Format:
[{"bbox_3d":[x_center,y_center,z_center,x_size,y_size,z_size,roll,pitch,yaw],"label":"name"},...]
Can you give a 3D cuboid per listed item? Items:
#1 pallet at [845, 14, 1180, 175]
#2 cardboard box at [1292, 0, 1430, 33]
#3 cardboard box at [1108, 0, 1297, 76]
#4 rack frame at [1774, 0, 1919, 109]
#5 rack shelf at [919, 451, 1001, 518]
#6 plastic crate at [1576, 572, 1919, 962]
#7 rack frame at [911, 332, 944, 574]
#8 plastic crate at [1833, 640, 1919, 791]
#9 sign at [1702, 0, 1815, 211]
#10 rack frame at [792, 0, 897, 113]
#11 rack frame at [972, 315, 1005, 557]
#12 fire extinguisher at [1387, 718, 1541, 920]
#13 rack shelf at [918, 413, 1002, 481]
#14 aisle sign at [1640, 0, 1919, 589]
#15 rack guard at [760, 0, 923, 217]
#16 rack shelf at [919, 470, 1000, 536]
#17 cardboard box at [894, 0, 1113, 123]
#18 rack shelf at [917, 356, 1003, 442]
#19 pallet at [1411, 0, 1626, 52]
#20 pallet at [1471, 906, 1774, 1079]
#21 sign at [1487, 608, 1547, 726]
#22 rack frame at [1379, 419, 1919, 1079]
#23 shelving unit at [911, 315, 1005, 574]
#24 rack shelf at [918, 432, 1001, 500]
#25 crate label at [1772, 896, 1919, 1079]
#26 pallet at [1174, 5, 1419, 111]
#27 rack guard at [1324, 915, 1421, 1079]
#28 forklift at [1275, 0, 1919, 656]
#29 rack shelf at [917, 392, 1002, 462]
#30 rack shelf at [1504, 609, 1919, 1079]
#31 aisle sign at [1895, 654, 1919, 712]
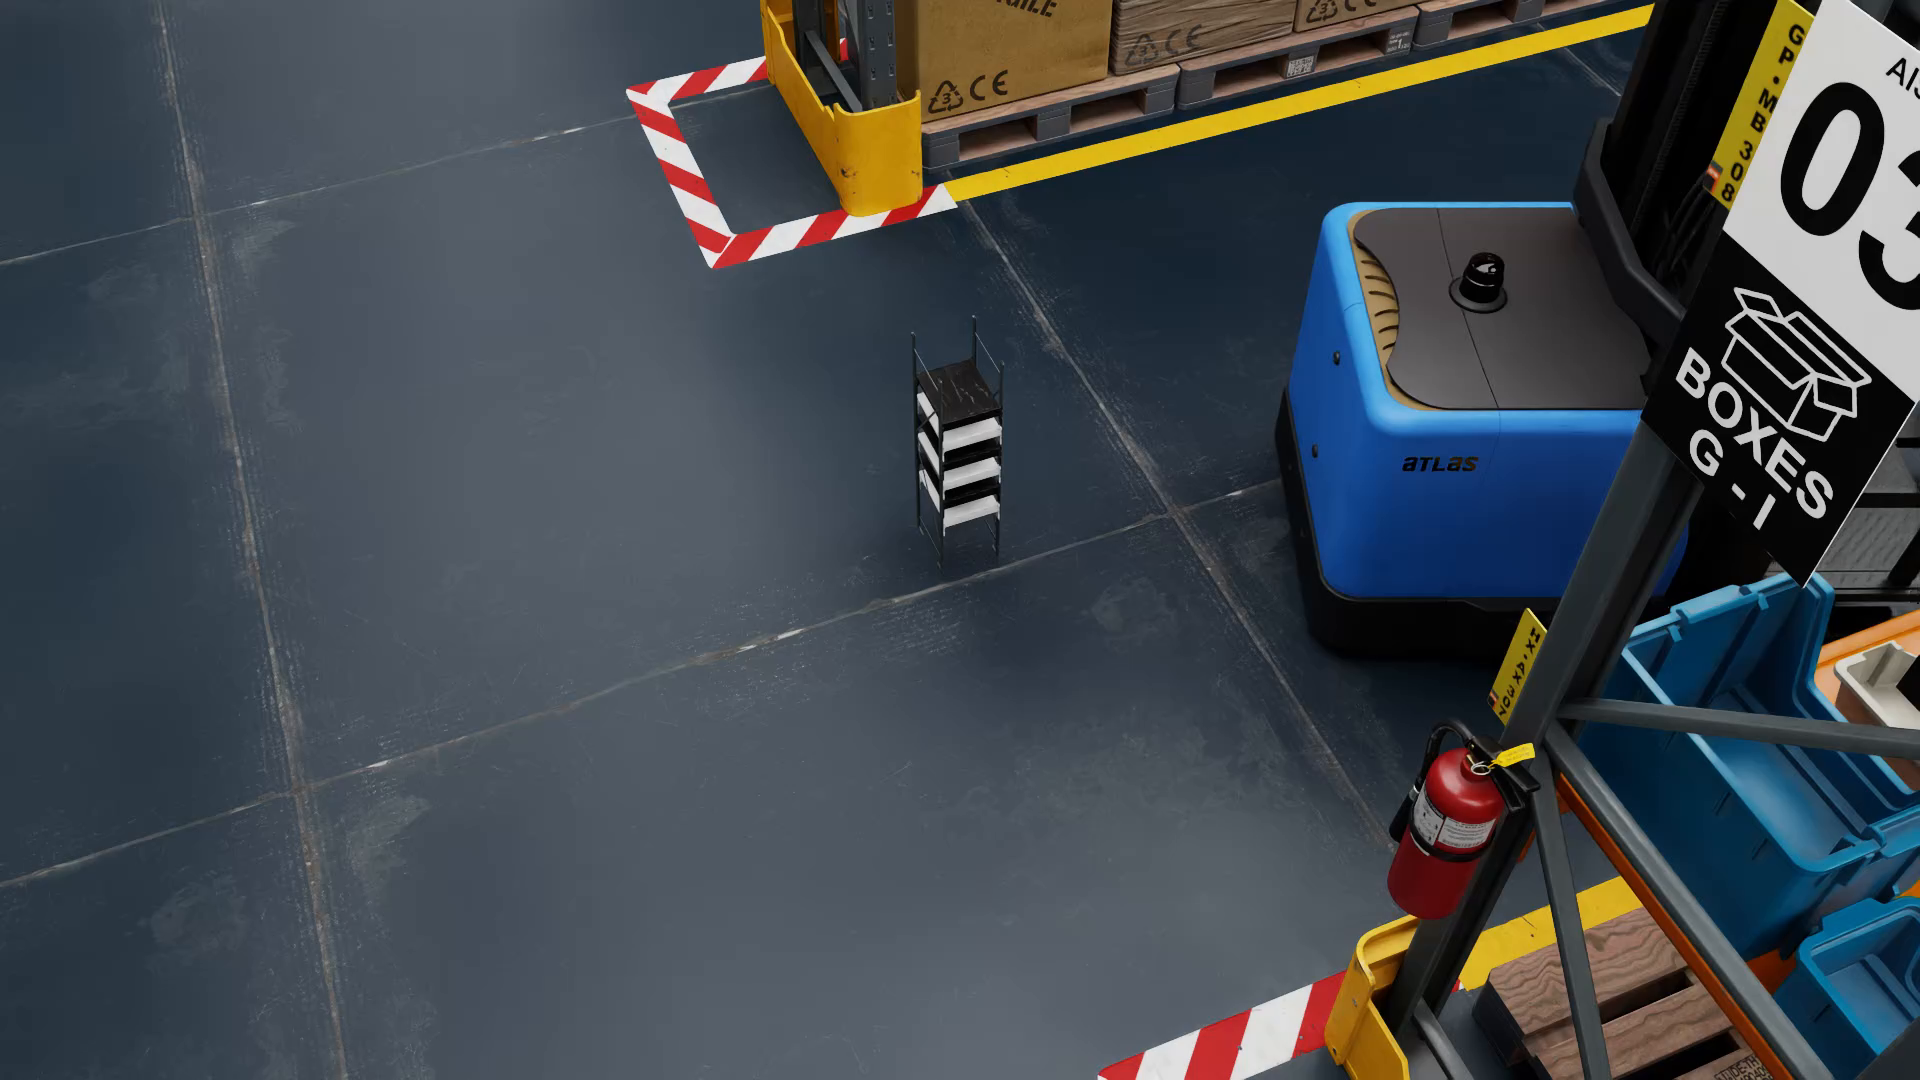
[{"bbox_3d":[0.216,-2.144,7.452,1.213,0.211,1.003,-17,52,-14],"label":"pallet"},{"bbox_3d":[1.734,-2.969,7.446,0.875,0.875,0.875,-17,52,-14],"label":"cardboard box"},{"bbox_3d":[0.910,-2.714,7.227,0.875,0.875,0.875,-17,52,-14],"label":"cardboard box"},{"bbox_3d":[1.379,-1.244,0.887,0.127,3.000,1.000,-17,52,-14],"label":"rack frame"},{"bbox_3d":[-0.008,-0.211,5.500,0.200,0.077,0.258,-17,52,-14],"label":"rack shelf"},{"bbox_3d":[1.618,0.452,3.322,0.499,0.435,0.616,-17,52,-14],"label":"plastic crate"},{"bbox_3d":[-0.102,-0.262,5.382,0.006,0.900,0.240,-17,52,-14],"label":"rack frame"},{"bbox_3d":[2.065,0.416,3.550,0.243,0.136,0.396,-17,52,-14],"label":"plastic crate"},{"bbox_3d":[1.156,-0.614,2.392,0.005,0.325,0.100,-17,52,-14],"label":"sign"},{"bbox_3d":[-0.494,-2.768,6.150,0.127,3.000,1.000,-17,52,-14],"label":"rack frame"},{"bbox_3d":[0.087,-0.320,5.432,0.006,0.900,0.240,-17,52,-14],"label":"rack frame"},{"bbox_3d":[1.067,0.581,3.570,0.183,0.674,0.296,-17,52,-14],"label":"fire extinguisher"},{"bbox_3d":[-0.008,-0.328,5.364,0.200,0.077,0.258,-17,52,-14],"label":"rack shelf"},{"bbox_3d":[1.201,-0.322,2.335,0.004,0.787,0.394,-17,52,-14],"label":"aisle sign"},{"bbox_3d":[-0.516,-1.947,7.092,0.348,0.500,1.175,-17,52,-14],"label":"rack guard"},{"bbox_3d":[-0.008,-0.152,5.568,0.200,0.077,0.258,-17,52,-14],"label":"rack shelf"},{"bbox_3d":[0.068,-2.453,7.003,0.875,0.875,0.875,-17,52,-14],"label":"cardboard box"},{"bbox_3d":[-0.008,-0.445,5.227,0.200,0.077,0.258,-17,52,-14],"label":"rack shelf"},{"bbox_3d":[2.475,-2.844,8.053,1.213,0.211,1.003,-17,52,-14],"label":"pallet"},{"bbox_3d":[2.157,1.410,4.400,1.213,0.211,1.003,-17,52,-14],"label":"pallet"},{"bbox_3d":[1.156,0.276,3.429,0.005,0.325,0.100,-17,52,-14],"label":"sign"},{"bbox_3d":[1.379,0.710,3.163,0.127,3.000,1.000,-17,52,-14],"label":"rack frame"},{"bbox_3d":[-0.008,-0.291,5.407,0.210,0.900,0.258,-17,52,-14],"label":"shelving unit"},{"bbox_3d":[-0.008,-0.269,5.432,0.200,0.077,0.258,-17,52,-14],"label":"rack shelf"},{"bbox_3d":[1.732,0.906,3.066,0.303,0.233,0.416,-17,52,-14],"label":"crate label"},{"bbox_3d":[1.344,-2.491,7.750,1.213,0.211,1.003,-17,52,-14],"label":"pallet"},{"bbox_3d":[1.361,1.541,4.097,0.348,0.500,1.175,-17,52,-14],"label":"rack guard"},{"bbox_3d":[2.647,-0.964,4.646,3.031,2.935,1.130,0,49,0],"label":"forklift"},{"bbox_3d":[-0.008,-0.386,5.295,0.200,0.077,0.258,-17,52,-14],"label":"rack shelf"},{"bbox_3d":[3.230,0.371,3.928,4.000,0.370,1.077,-17,52,-14],"label":"rack shelf"},{"bbox_3d":[1.424,0.093,1.980,0.004,0.787,0.394,-17,52,-14],"label":"aisle sign"}]
